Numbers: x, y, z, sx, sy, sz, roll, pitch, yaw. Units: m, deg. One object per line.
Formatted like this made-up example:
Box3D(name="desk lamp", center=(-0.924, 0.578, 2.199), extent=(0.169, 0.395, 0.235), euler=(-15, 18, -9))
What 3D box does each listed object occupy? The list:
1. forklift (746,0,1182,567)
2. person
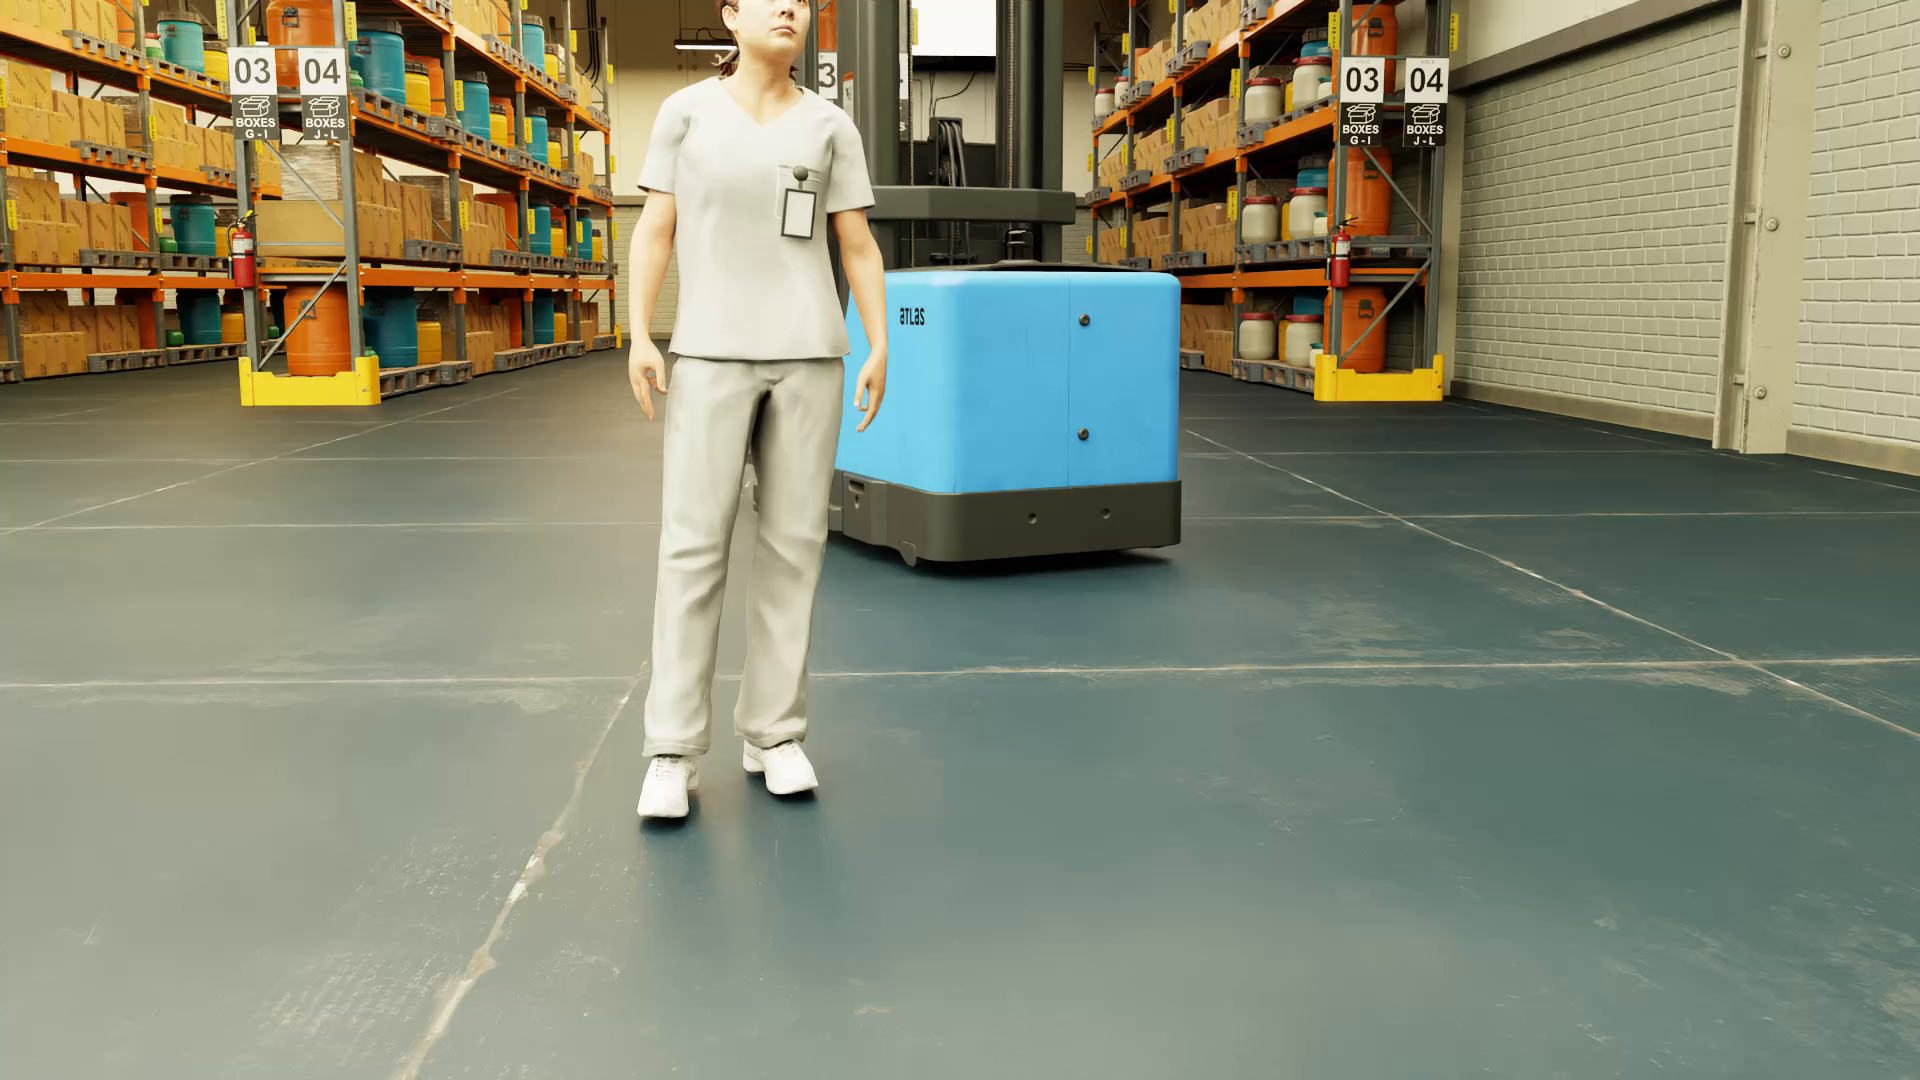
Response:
Box3D(name="forklift", center=(-0.264, -1.530, 7.137), extent=(1.130, 2.935, 3.031), euler=(-4, 9, -25))
Box3D(name="person", center=(-0.398, -0.334, 3.304), extent=(0.550, 1.676, 0.550), euler=(-2, 9, -15))
